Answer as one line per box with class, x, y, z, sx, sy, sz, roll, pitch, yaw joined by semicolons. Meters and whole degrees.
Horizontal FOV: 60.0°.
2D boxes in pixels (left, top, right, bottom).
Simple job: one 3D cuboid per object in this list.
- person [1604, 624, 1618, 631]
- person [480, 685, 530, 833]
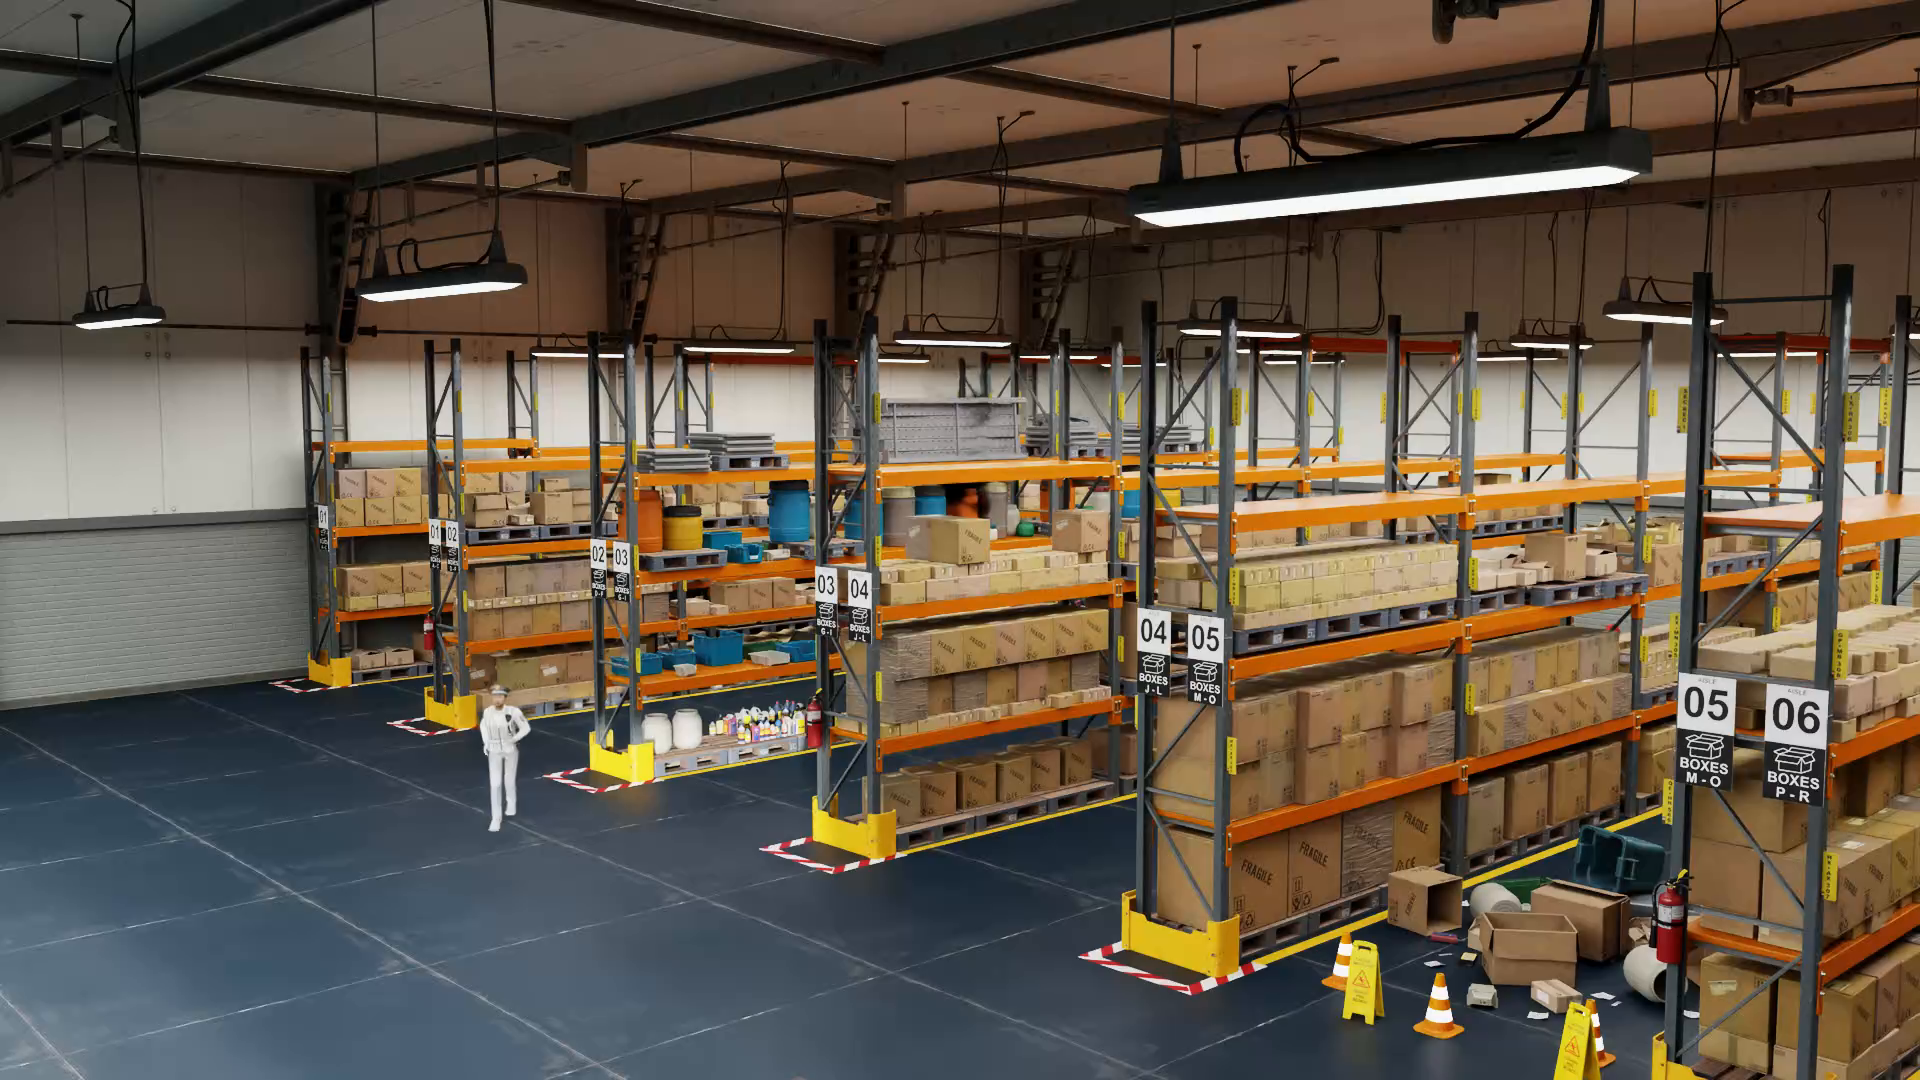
person;9.799;2.116;24.768;0.657;1.789;1.073;5;7;45
person;-5.454;2.562;19.958;0.611;1.732;0.812;-1;5;-7
